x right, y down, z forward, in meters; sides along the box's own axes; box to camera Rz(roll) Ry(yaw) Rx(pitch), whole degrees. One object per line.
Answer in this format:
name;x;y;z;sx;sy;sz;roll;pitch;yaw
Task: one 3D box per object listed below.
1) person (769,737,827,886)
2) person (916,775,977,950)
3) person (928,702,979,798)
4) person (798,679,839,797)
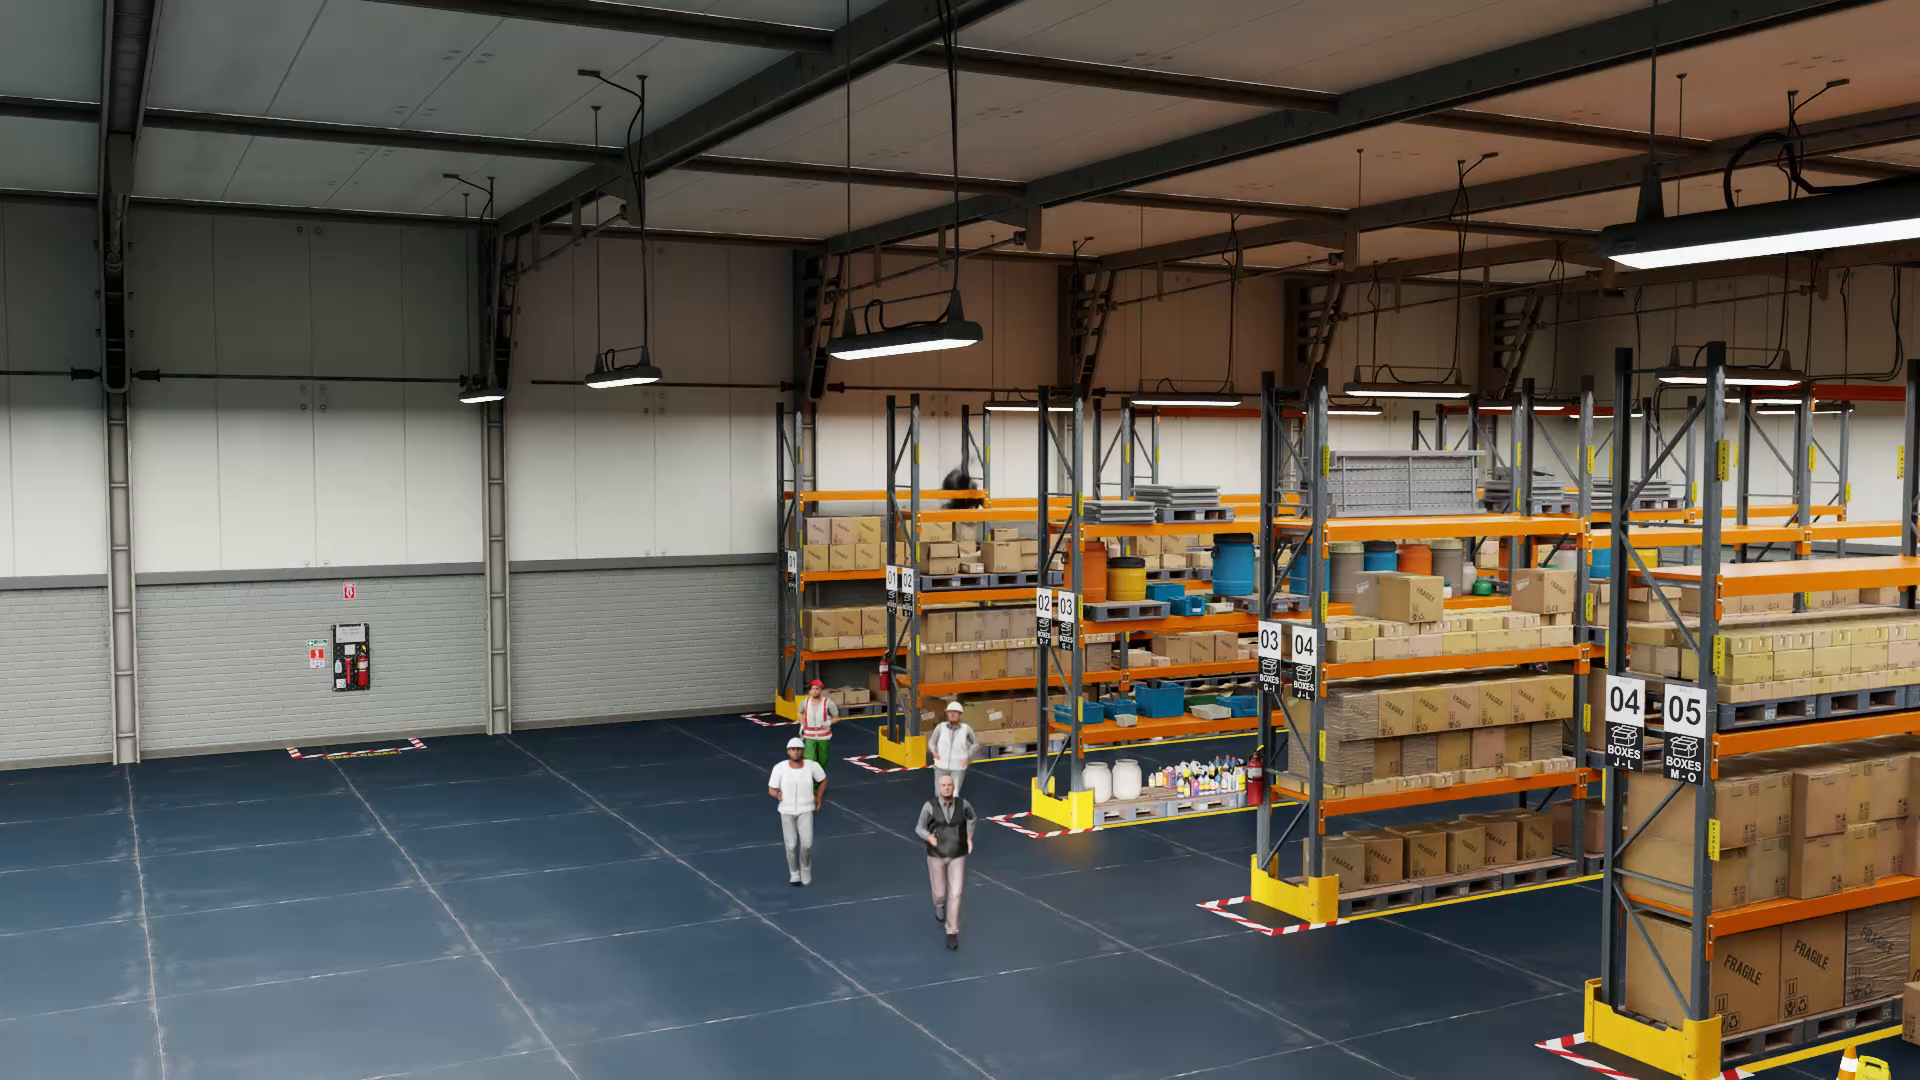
person;-1.897;3.189;19.433;0.680;1.750;0.626;0;3;-3
person;-0.133;3.316;17.386;0.661;1.717;0.936;0;3;-4
person;-0.092;3.039;22.271;0.674;1.769;0.815;0;3;9
person;-2.063;2.919;24.155;0.620;1.806;0.709;0;3;-2
